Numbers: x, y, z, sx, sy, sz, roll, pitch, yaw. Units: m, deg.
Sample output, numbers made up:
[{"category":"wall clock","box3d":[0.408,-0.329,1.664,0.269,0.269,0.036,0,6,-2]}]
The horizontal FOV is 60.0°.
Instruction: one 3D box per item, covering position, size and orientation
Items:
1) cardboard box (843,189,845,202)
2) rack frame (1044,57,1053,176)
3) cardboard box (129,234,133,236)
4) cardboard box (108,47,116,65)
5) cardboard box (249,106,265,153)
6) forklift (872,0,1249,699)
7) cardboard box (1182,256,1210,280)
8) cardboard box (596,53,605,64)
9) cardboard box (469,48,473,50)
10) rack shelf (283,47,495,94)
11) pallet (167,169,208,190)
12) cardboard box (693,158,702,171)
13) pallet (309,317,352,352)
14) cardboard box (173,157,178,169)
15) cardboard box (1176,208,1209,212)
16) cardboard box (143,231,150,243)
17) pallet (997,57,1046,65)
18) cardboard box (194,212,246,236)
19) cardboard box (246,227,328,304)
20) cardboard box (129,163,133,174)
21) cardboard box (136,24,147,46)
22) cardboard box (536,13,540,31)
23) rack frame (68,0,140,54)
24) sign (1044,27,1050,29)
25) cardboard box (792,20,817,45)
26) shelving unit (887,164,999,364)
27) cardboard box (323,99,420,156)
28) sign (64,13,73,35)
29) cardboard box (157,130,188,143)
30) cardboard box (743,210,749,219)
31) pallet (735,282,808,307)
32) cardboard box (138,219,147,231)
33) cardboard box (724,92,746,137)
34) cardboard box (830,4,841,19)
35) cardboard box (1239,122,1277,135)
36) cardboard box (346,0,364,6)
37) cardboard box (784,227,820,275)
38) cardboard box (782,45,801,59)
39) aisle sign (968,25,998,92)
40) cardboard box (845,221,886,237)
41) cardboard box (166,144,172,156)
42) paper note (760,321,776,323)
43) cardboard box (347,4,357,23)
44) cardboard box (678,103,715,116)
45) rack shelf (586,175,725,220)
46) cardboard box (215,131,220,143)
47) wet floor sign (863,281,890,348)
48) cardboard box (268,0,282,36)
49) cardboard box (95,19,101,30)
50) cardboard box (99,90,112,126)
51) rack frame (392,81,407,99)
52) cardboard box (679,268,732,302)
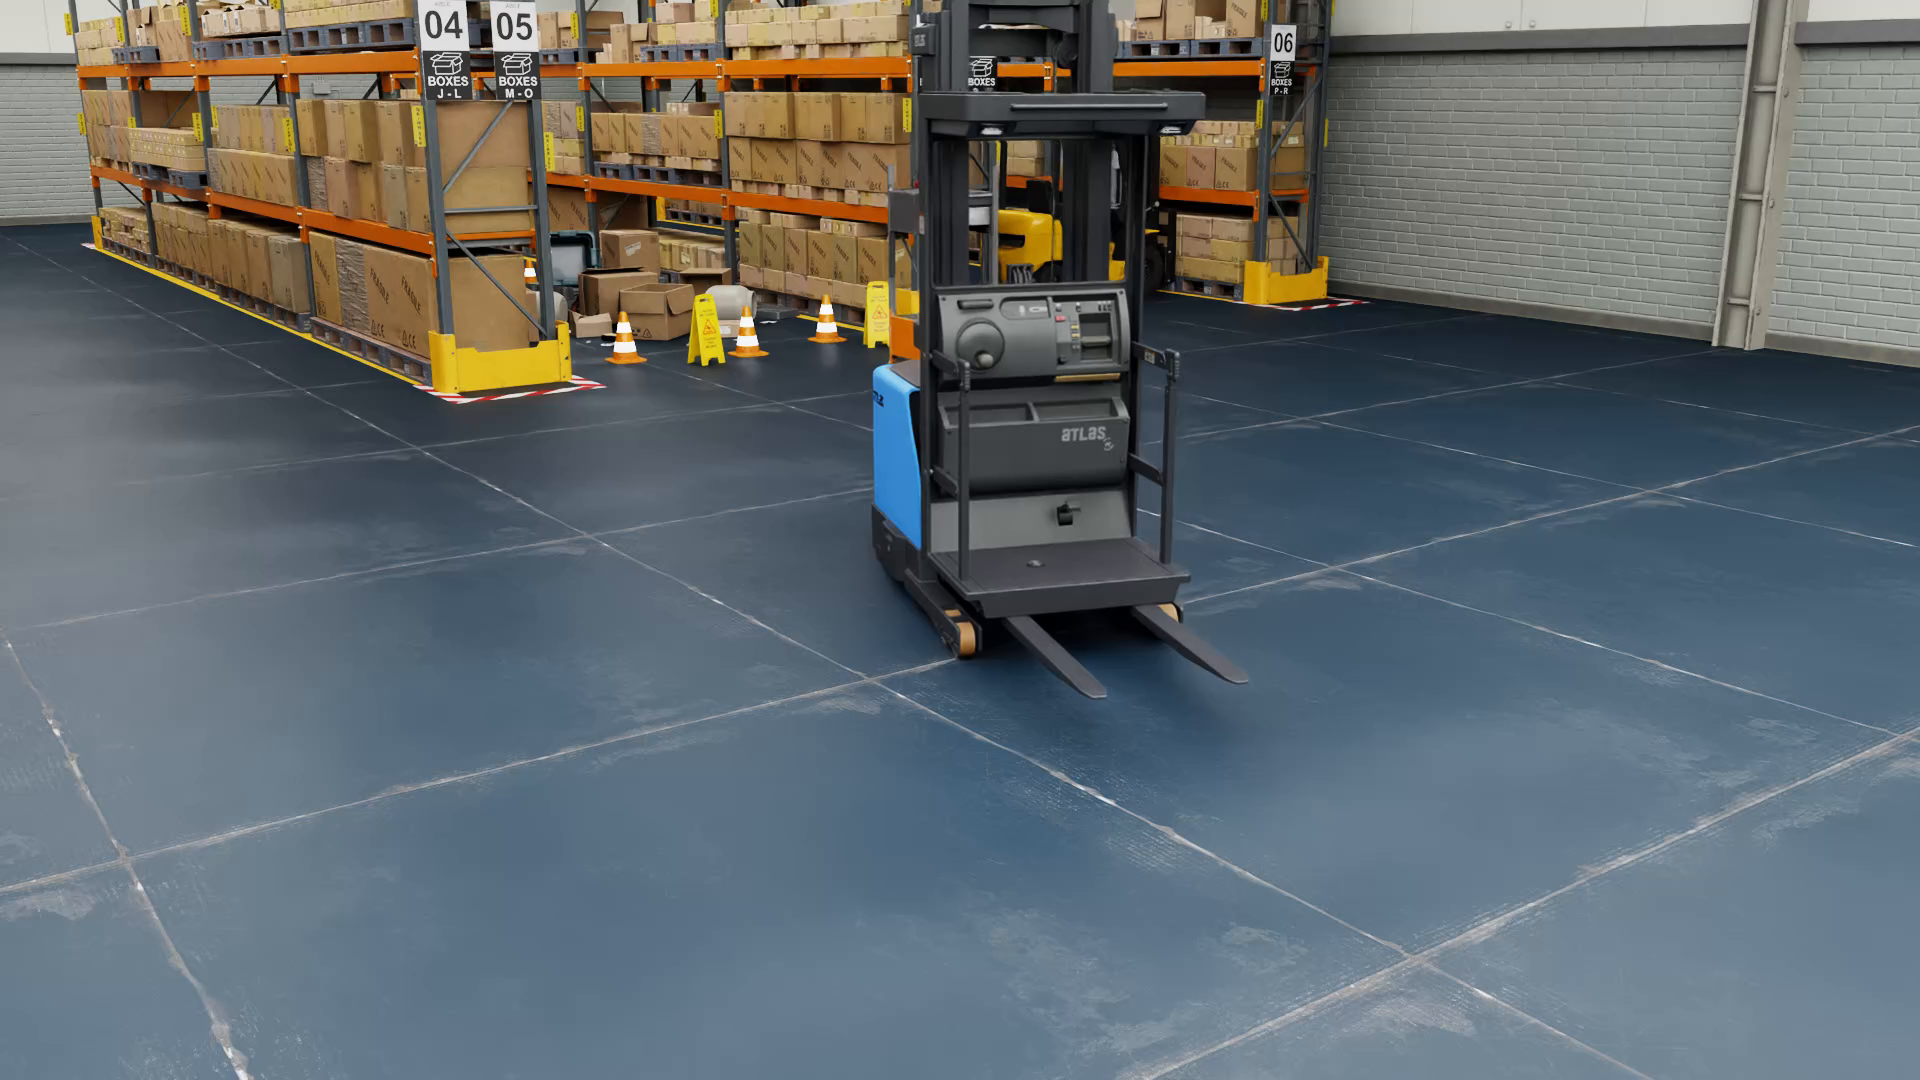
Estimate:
[{"category":"cardboard box","box3d":[-1.043,-3.753,18.083,0.380,0.149,0.250,-11,19,-34]},{"category":"rack frame","box3d":[1.596,-5.231,23.008,1.000,3.000,0.127,-11,19,-35]},{"category":"cardboard box","box3d":[-12.279,-4.524,25.028,0.380,0.149,0.250,-10,18,-33]},{"category":"cardboard box","box3d":[-11.856,-6.924,23.795,0.500,0.250,0.500,-11,19,-35]},{"category":"cardboard box","box3d":[-7.555,-4.631,18.732,0.700,0.500,0.500,-11,19,-35]},{"category":"forklift","box3d":[0.416,-0.991,7.643,1.130,2.935,3.031,-4,16,-16]},{"category":"cardboard box","box3d":[3.131,-3.413,20.775,0.500,0.250,0.500,-11,19,-35]},{"category":"cardboard box","box3d":[-4.721,-6.546,22.606,0.380,0.149,0.250,-11,19,-35]},{"category":"cardboard box","box3d":[-7.755,-7.888,26.301,0.396,0.266,0.258,-10,18,-33]},{"category":"rack shelf","box3d":[-5.185,-4.343,15.442,1.077,0.370,4.000,-11,19,-35]},{"category":"pallet","box3d":[-9.218,-4.567,20.945,1.213,0.211,1.003,-11,19,-35]},{"category":"cardboard box","box3d":[-3.083,-4.668,20.628,0.380,0.149,0.250,-12,19,-36]},{"category":"pallet","box3d":[-5.977,-2.151,17.034,1.003,0.211,1.213,-11,19,-35]},{"category":"cardboard box","box3d":[-9.671,-4.748,20.922,0.380,0.149,0.250,-10,18,-34]},{"category":"cardboard box","box3d":[2.941,-4.193,21.733,0.500,0.250,0.500,-11,19,-36]},{"category":"cardboard box","box3d":[-11.507,-4.367,23.892,0.380,0.149,0.250,-10,18,-33]},{"category":"pallet","box3d":[1.067,-6.772,23.318,0.805,0.209,1.217,-12,19,-37]},{"category":"cardboard box","box3d":[-9.327,-3.988,20.985,0.500,0.250,0.500,-11,19,-36]},{"category":"cardboard box","box3d":[-7.363,-3.113,18.733,1.050,0.750,0.750,-11,19,-35]},{"category":"cardboard box","box3d":[-11.662,-5.320,23.808,0.380,0.149,0.250,-11,19,-36]},{"category":"cardboard box","box3d":[-10.717,-6.764,22.300,0.500,0.311,0.500,-11,19,-35]},{"category":"cardboard box","box3d":[-6.039,-7.343,24.056,0.500,0.500,0.500,-11,19,-34]},{"category":"rack frame","box3d":[-13.417,-9.126,25.874,1.000,3.000,0.127,-11,19,-35]},{"category":"sign","box3d":[1.163,-6.993,22.187,0.100,0.325,0.005,-11,19,-35]},{"category":"cardboard box","box3d":[-1.486,-5.516,18.088,0.500,0.250,0.500,-11,19,-34]},{"category":"shelving unit","box3d":[-0.097,-1.054,9.446,0.431,2.100,0.503,-10,18,-33]},{"category":"cardboard box","box3d":[-5.755,-4.080,16.471,0.875,0.550,0.550,-11,19,-35]},{"category":"sign","box3d":[-13.856,-8.017,25.847,0.100,0.325,0.005,-11,19,-35]},{"category":"cardboard box","box3d":[-10.131,-5.203,21.456,0.380,0.149,0.250,-10,18,-32]},{"category":"cardboard box","box3d":[-3.673,-5.841,29.838,0.380,0.149,0.250,-12,19,-36]},{"category":"pallet","box3d":[-1.993,-2.977,20.054,1.003,0.211,1.213,-11,19,-35]},{"category":"cardboard box","box3d":[-11.667,-4.577,24.094,0.380,0.149,0.250,-11,19,-34]},{"category":"cardboard box","box3d":[-2.333,-5.006,19.539,0.700,0.500,0.500,-11,19,-35]},{"category":"cardboard box","box3d":[-1.166,-5.631,17.750,0.380,0.149,0.250,-12,19,-36]},{"category":"cardboard box","box3d":[3.567,-4.926,19.909,0.380,0.149,0.250,-11,19,-34]},{"category":"cardboard box","box3d":[-5.111,-4.860,14.705,0.500,0.250,0.500,-11,19,-35]},{"category":"cardboard box","box3d":[-1.660,-3.307,18.968,0.500,0.500,0.500,-10,18,-32]},{"category":"cardboard box","box3d":[-1.745,-5.392,18.389,0.380,0.149,0.250,-11,19,-36]},{"category":"aisle sign","box3d":[0.222,-4.895,16.853,0.394,0.787,0.004,-11,19,-35]},{"category":"cardboard box","box3d":[-1.017,-3.355,17.917,0.380,0.149,0.250,-10,18,-33]},{"category":"cardboard box","box3d":[-9.834,-4.950,21.097,0.380,0.149,0.250,-11,19,-34]},{"category":"paper note","box3d":[-2.106,-2.406,18.308,0.148,0.019,0.142,10,18,33]},{"category":"cardboard box","box3d":[-5.226,-4.682,14.810,0.380,0.149,0.250,-11,19,-34]},{"category":"cardboard box","box3d":[-3.287,-5.376,20.759,0.380,0.149,0.250,-12,19,-36]},{"category":"rack shelf","box3d":[-3.593,-4.540,21.845,1.077,0.370,4.000,-11,19,-35]},{"category":"cardboard box","box3d":[-9.445,-5.246,21.613,0.380,0.149,0.250,-10,18,-32]},{"category":"wet floor sign","box3d":[-0.819,-2.264,16.625,0.267,0.644,0.232,-4,16,-15]},{"category":"cardboard box","box3d":[-7.465,-5.942,18.749,0.500,0.500,0.500,-11,19,-35]},{"category":"cardboard box","box3d":[-12.417,-7.534,24.320,0.380,0.149,0.250,-11,19,-35]},{"category":"cardboard box","box3d":[-12.476,-6.440,24.777,0.500,0.500,0.500,-12,19,-36]},{"category":"rack frame","box3d":[-9.472,-7.023,29.552,1.000,3.000,0.127,-11,19,-35]},{"category":"cardboard box","box3d":[-2.887,-2.816,18.912,0.500,0.500,0.500,1,15,4]}]
